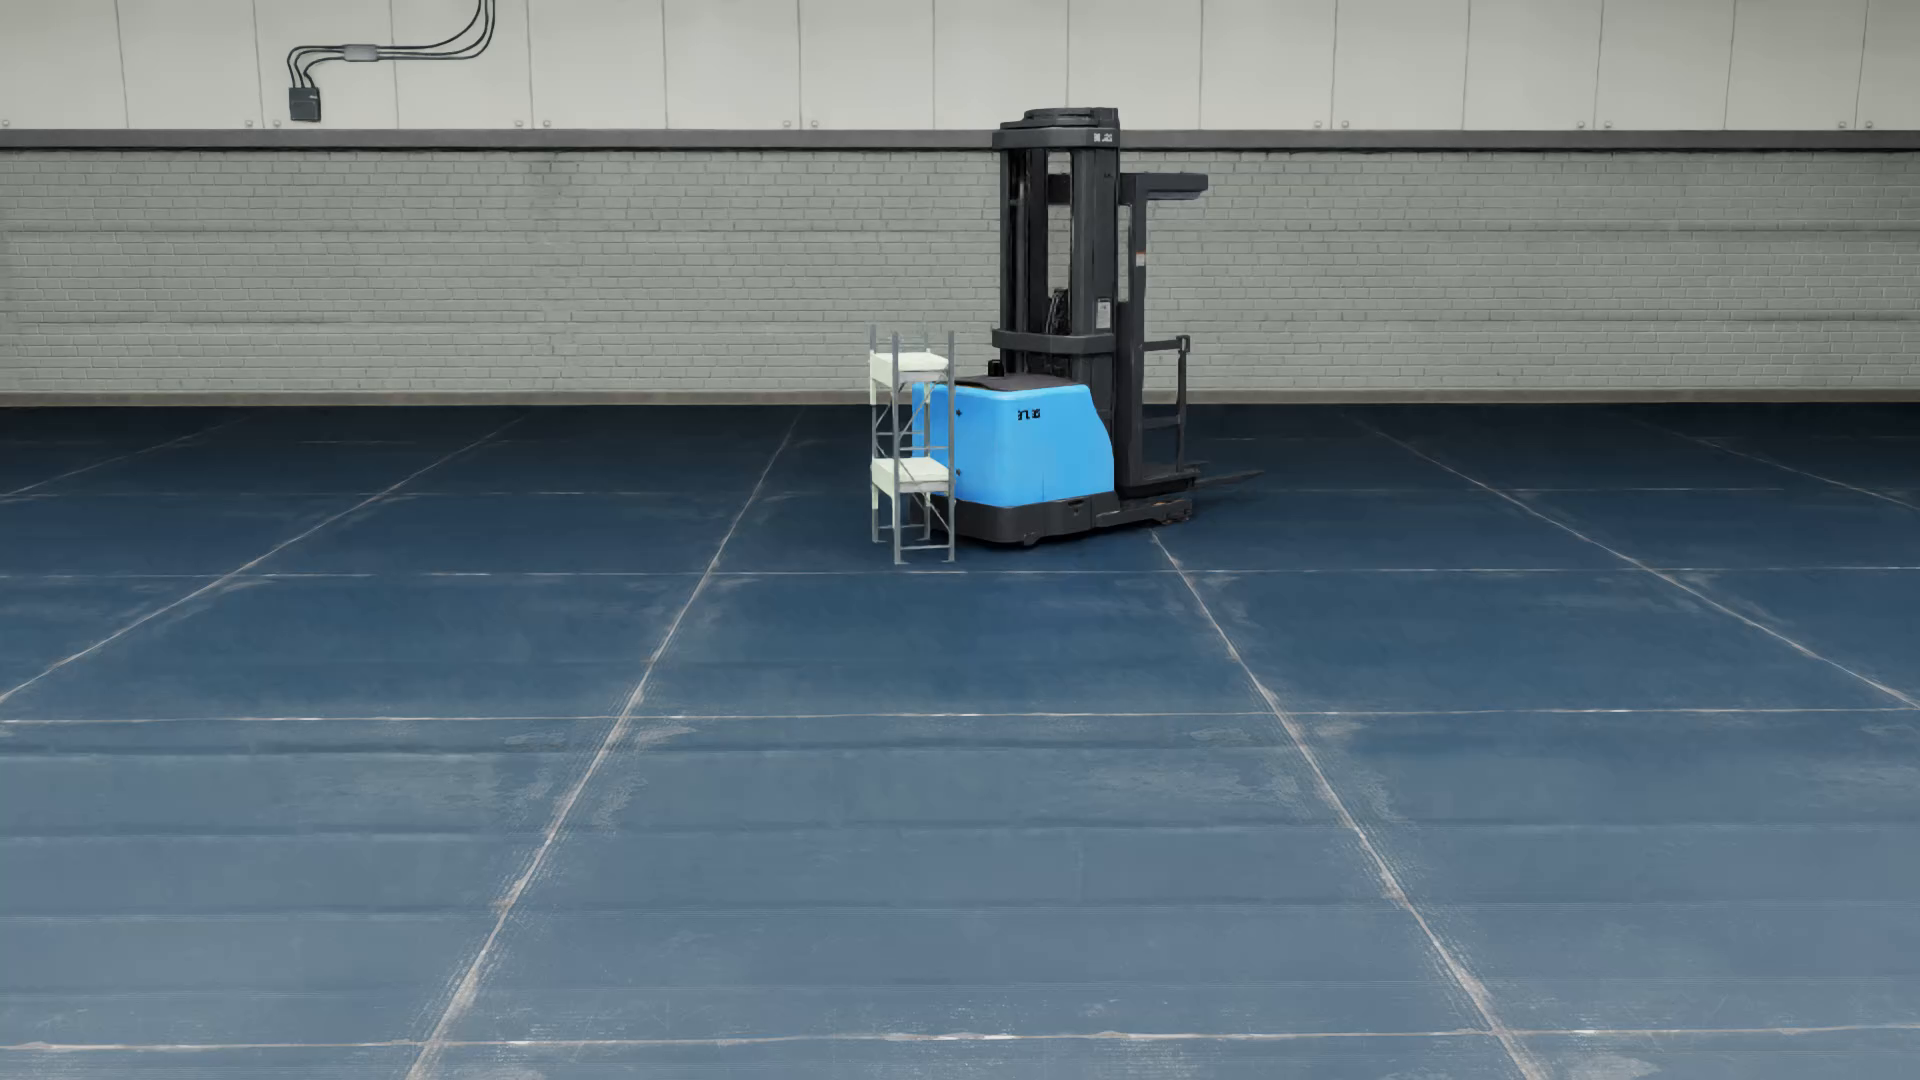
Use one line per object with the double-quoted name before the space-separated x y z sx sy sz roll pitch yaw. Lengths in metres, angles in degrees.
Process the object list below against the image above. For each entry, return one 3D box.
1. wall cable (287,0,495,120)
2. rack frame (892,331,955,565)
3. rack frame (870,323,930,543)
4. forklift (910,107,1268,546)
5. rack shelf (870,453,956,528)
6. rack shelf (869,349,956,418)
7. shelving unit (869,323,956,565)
"wall cable" -6.287 -7.622 17.943 2.305 6.003 0.169 0 11 -1
"rack frame" -0.230 -0.586 10.676 0.400 1.500 0.023 -3 12 -14
"rack frame" -0.407 -0.727 11.372 0.400 1.500 0.023 -3 12 -14
"forklift" 1.083 -1.615 12.147 3.031 2.935 1.130 -10 15 -40
"rack shelf" -0.318 -0.337 11.089 0.431 0.370 0.720 -3 12 -14
"rack shelf" -0.318 -1.039 10.947 0.431 0.370 0.720 -3 12 -14
"shelving unit" -0.318 -0.657 11.024 0.431 1.500 0.755 -3 12 -14
